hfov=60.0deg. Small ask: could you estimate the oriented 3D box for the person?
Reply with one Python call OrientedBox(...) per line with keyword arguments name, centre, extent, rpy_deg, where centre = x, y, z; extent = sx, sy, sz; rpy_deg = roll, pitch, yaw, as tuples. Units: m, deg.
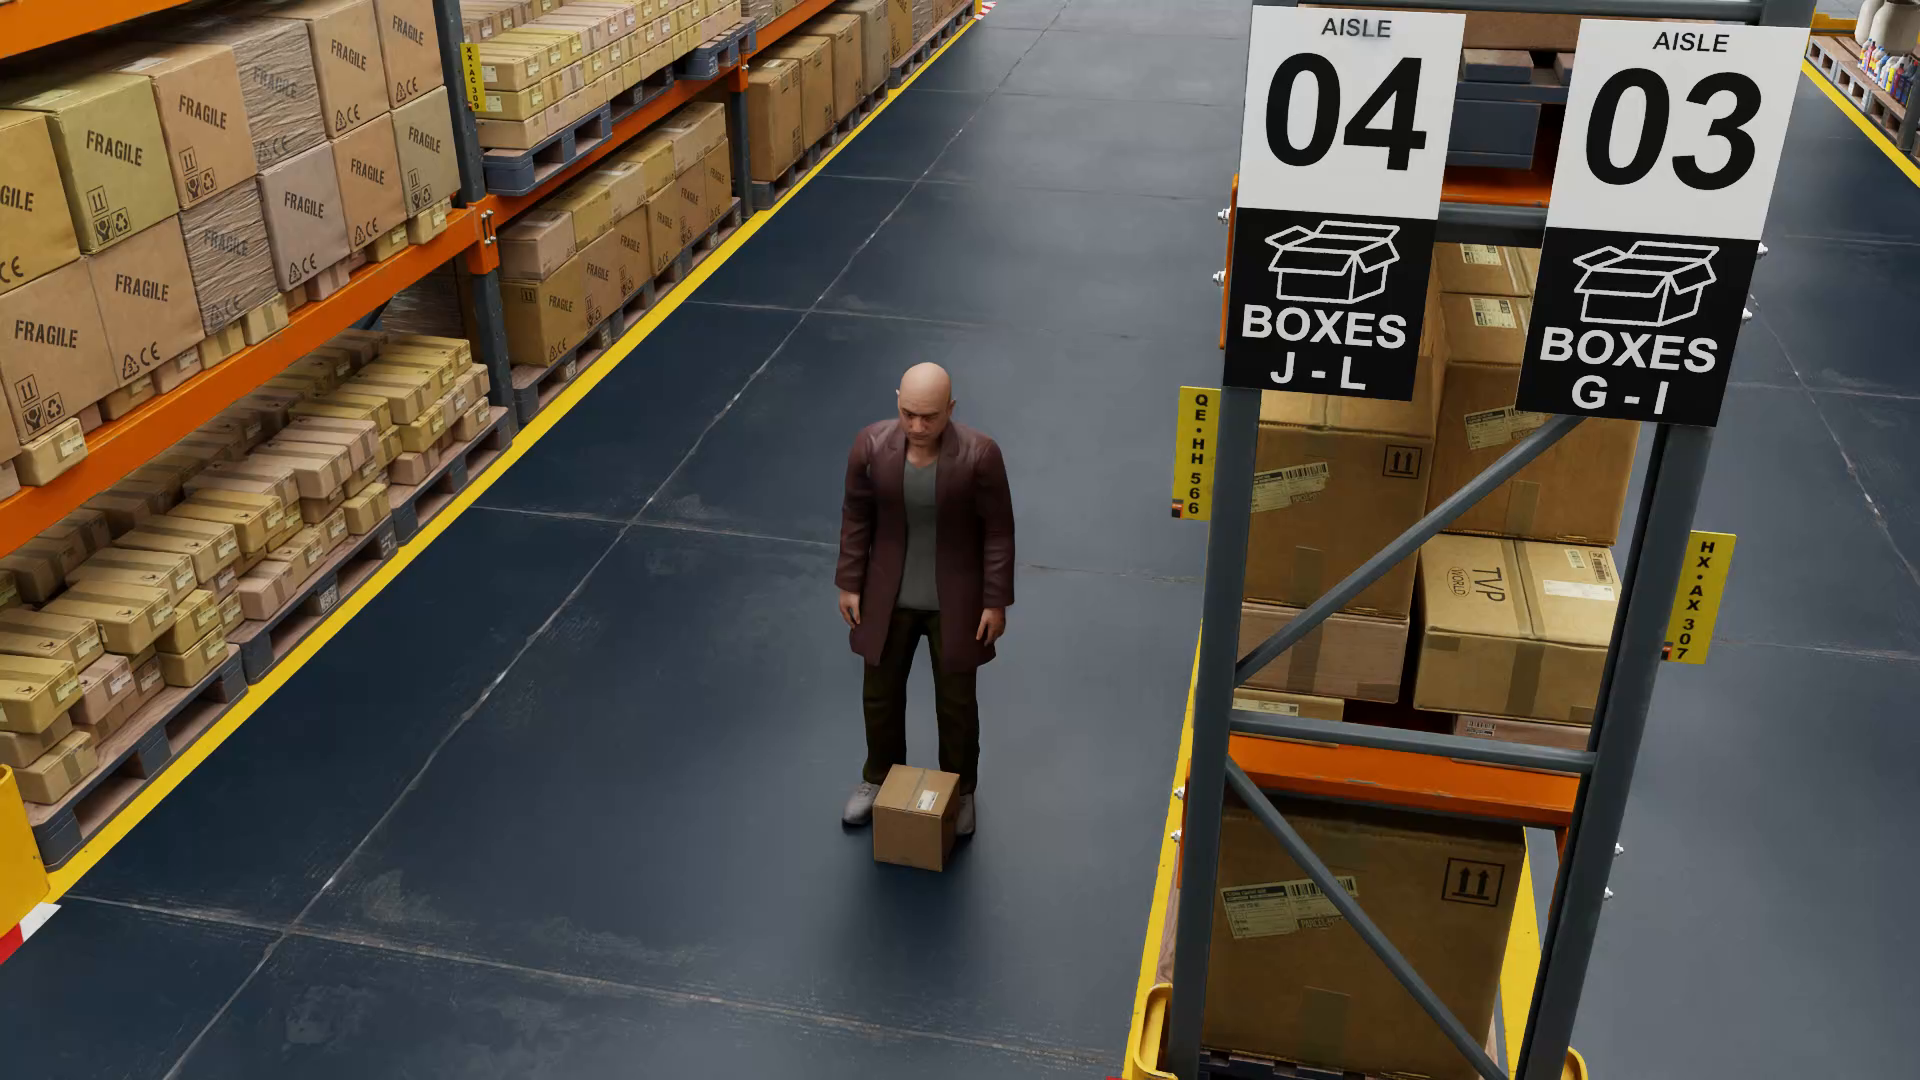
OrientedBox(name="person", centre=(-0.126, 0.199, 5.772), extent=(0.640, 1.773, 0.430), rpy_deg=(6, 29, 10))
